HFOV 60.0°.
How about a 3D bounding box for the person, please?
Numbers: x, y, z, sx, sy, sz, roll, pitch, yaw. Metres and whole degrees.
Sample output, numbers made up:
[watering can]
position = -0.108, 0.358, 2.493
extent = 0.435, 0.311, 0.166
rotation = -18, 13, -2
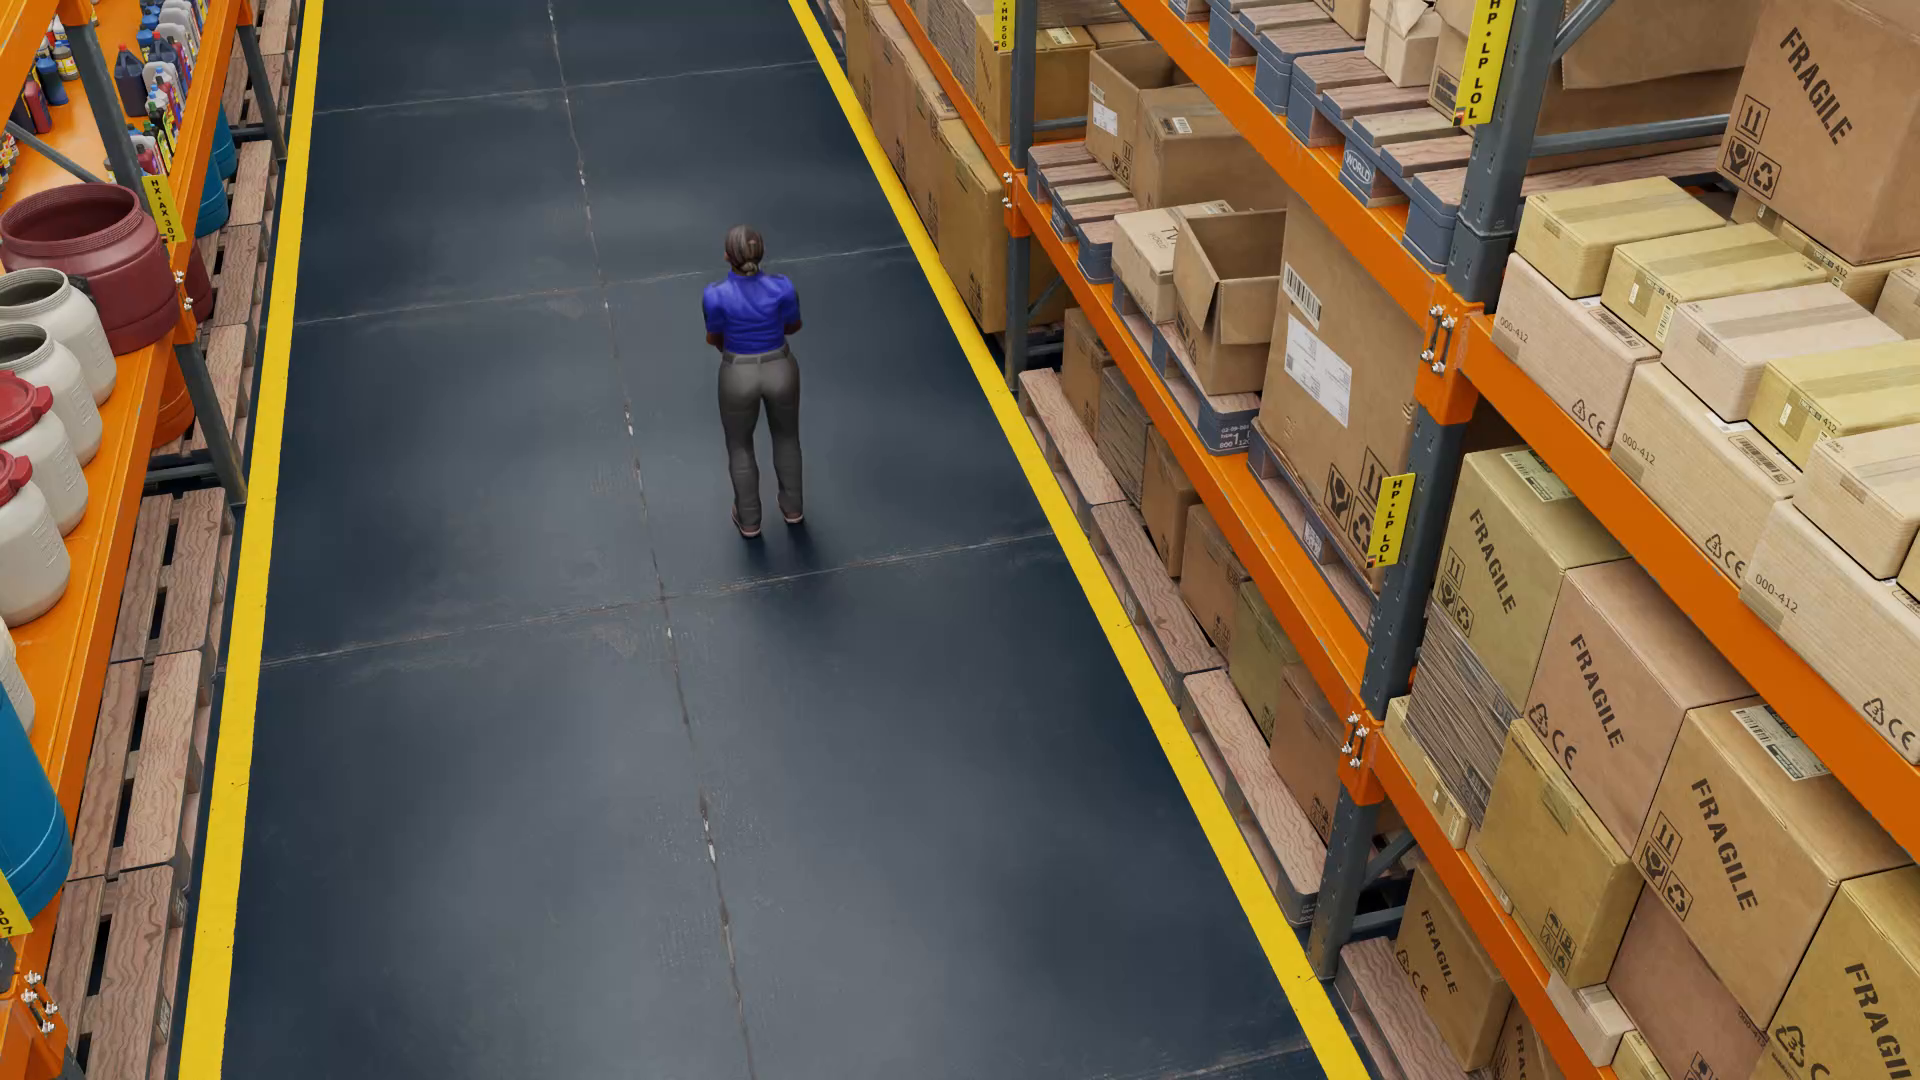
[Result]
[person]
position = -0.945, -0.811, 7.691
extent = 0.451, 1.577, 0.520
rotation = -9, 39, -11
